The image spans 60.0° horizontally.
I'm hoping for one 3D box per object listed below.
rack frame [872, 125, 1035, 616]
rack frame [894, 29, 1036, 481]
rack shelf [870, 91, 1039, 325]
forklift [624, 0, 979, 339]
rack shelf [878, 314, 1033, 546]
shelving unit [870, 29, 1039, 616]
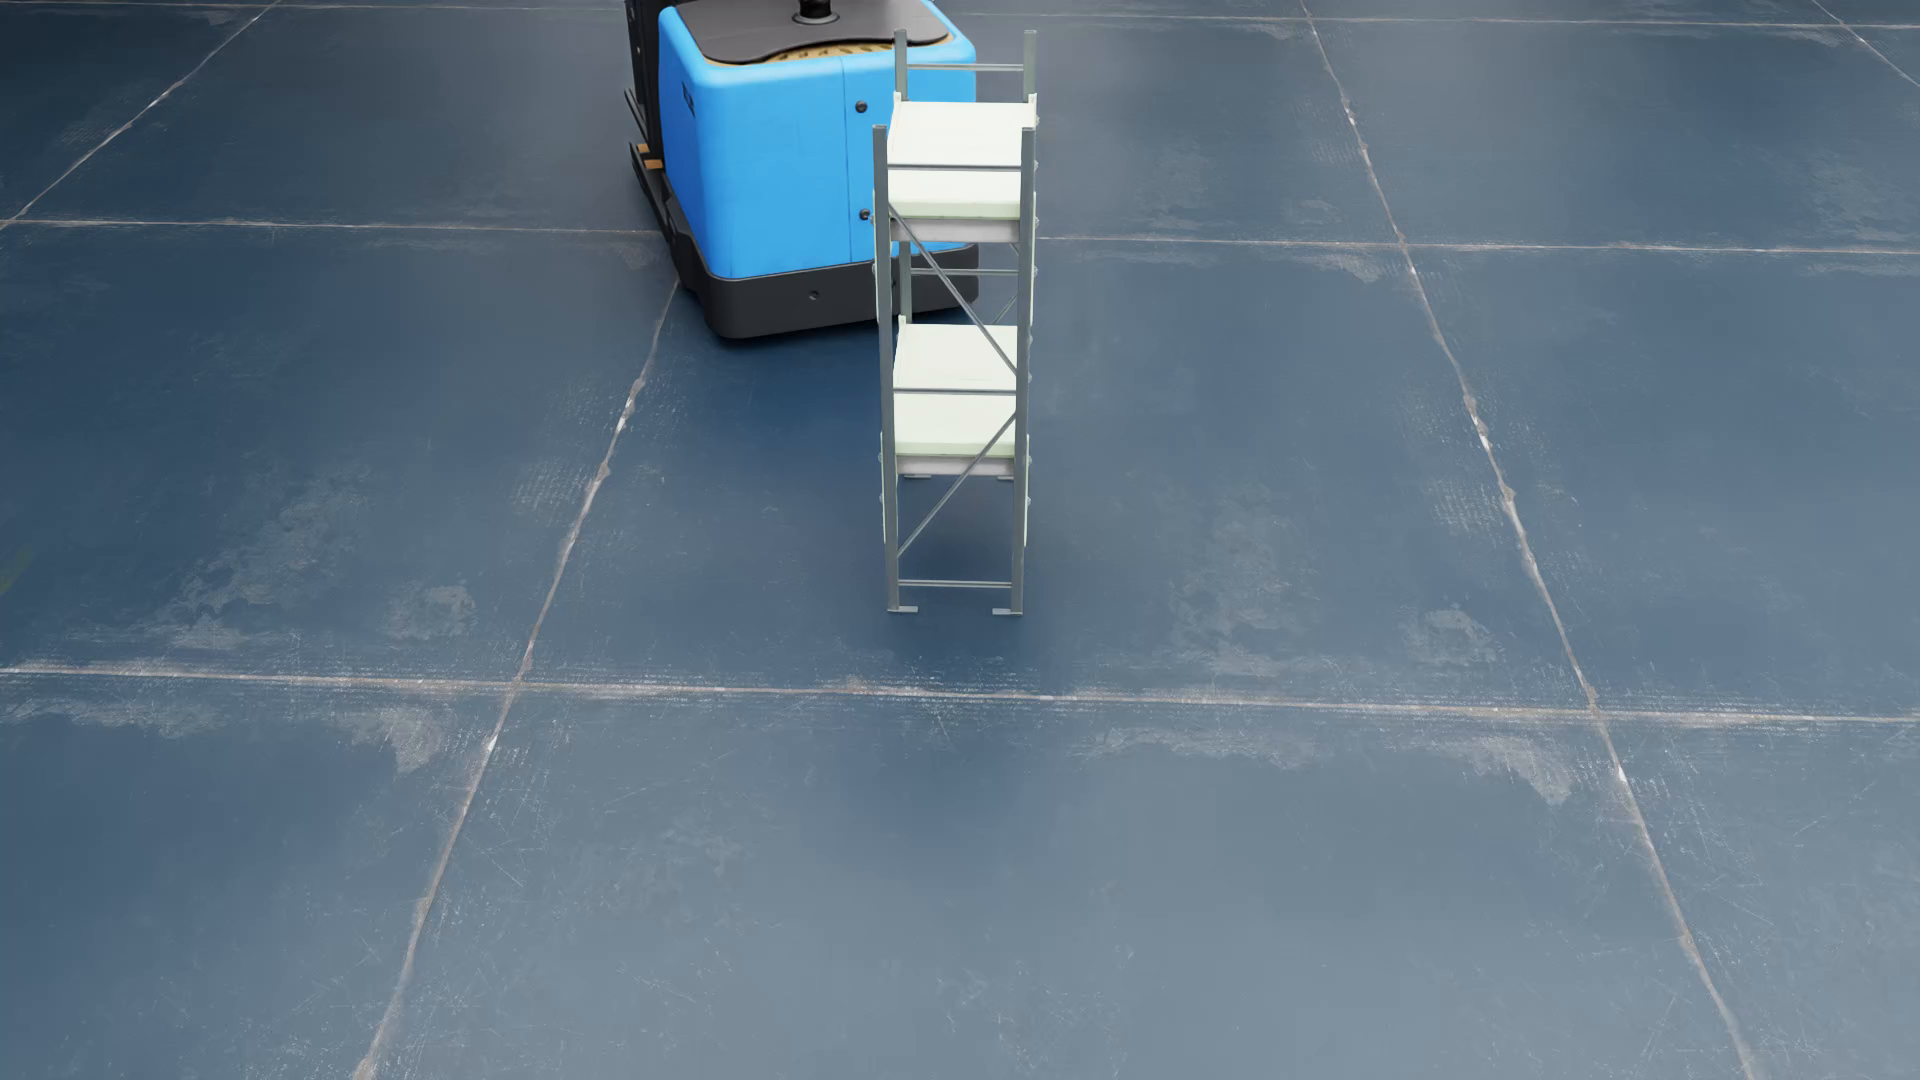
[{"bbox_3d":[-0.015,-0.399,4.514,0.400,1.500,0.023,1,35,2],"label":"rack frame"},{"bbox_3d":[0.014,-0.820,5.113,0.400,1.500,0.023,1,35,2],"label":"rack frame"},{"bbox_3d":[0.000,-0.929,4.589,0.431,0.370,0.720,1,35,2],"label":"rack shelf"},{"bbox_3d":[-0.864,-2.794,6.677,1.130,2.935,3.031,-11,36,-15],"label":"forklift"},{"bbox_3d":[0.000,-0.343,5.001,0.431,0.370,0.720,1,35,2],"label":"rack shelf"},{"bbox_3d":[0.000,-0.610,4.813,0.431,1.500,0.755,1,35,2],"label":"shelving unit"}]
